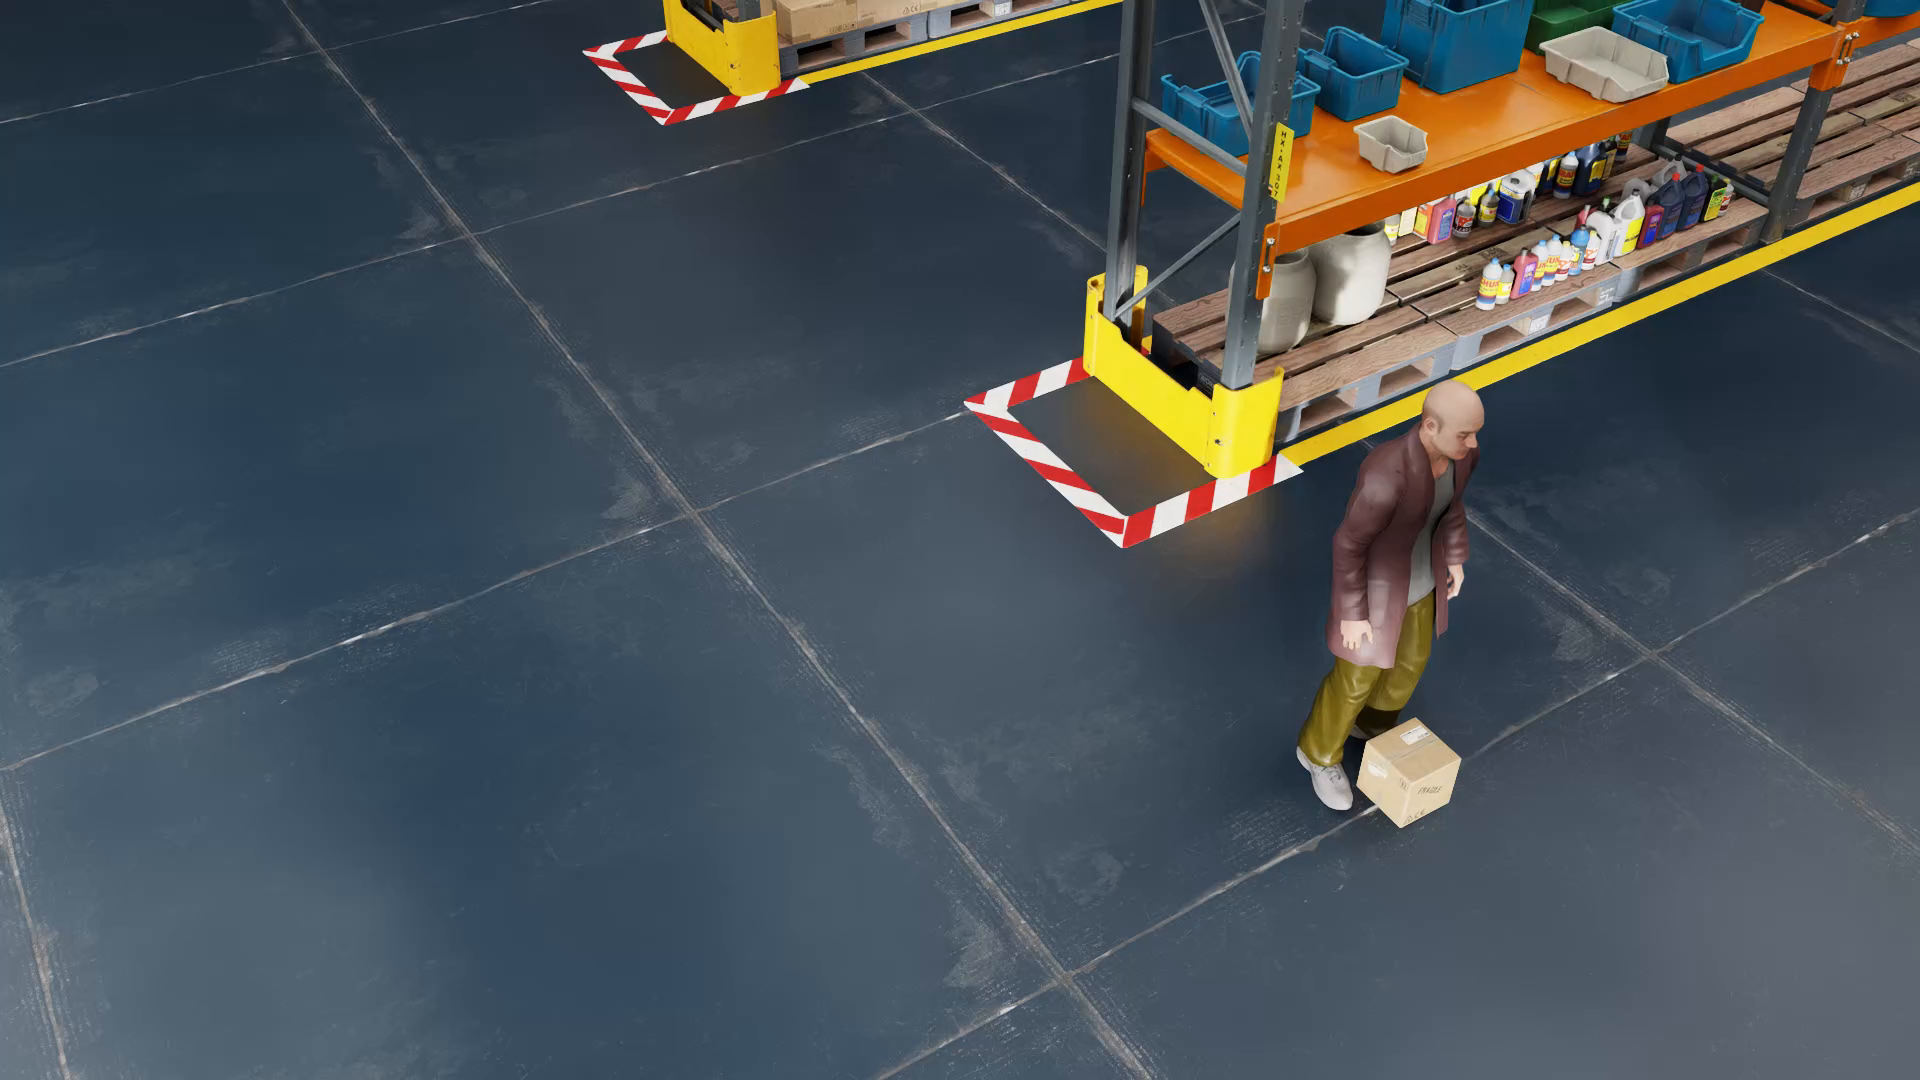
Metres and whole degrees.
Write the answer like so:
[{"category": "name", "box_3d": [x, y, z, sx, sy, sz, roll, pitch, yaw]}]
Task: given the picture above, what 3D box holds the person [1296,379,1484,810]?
[{"category": "person", "box_3d": [1.572, 0.161, 5.977, 0.655, 1.775, 0.419, -24, 46, -26]}]
